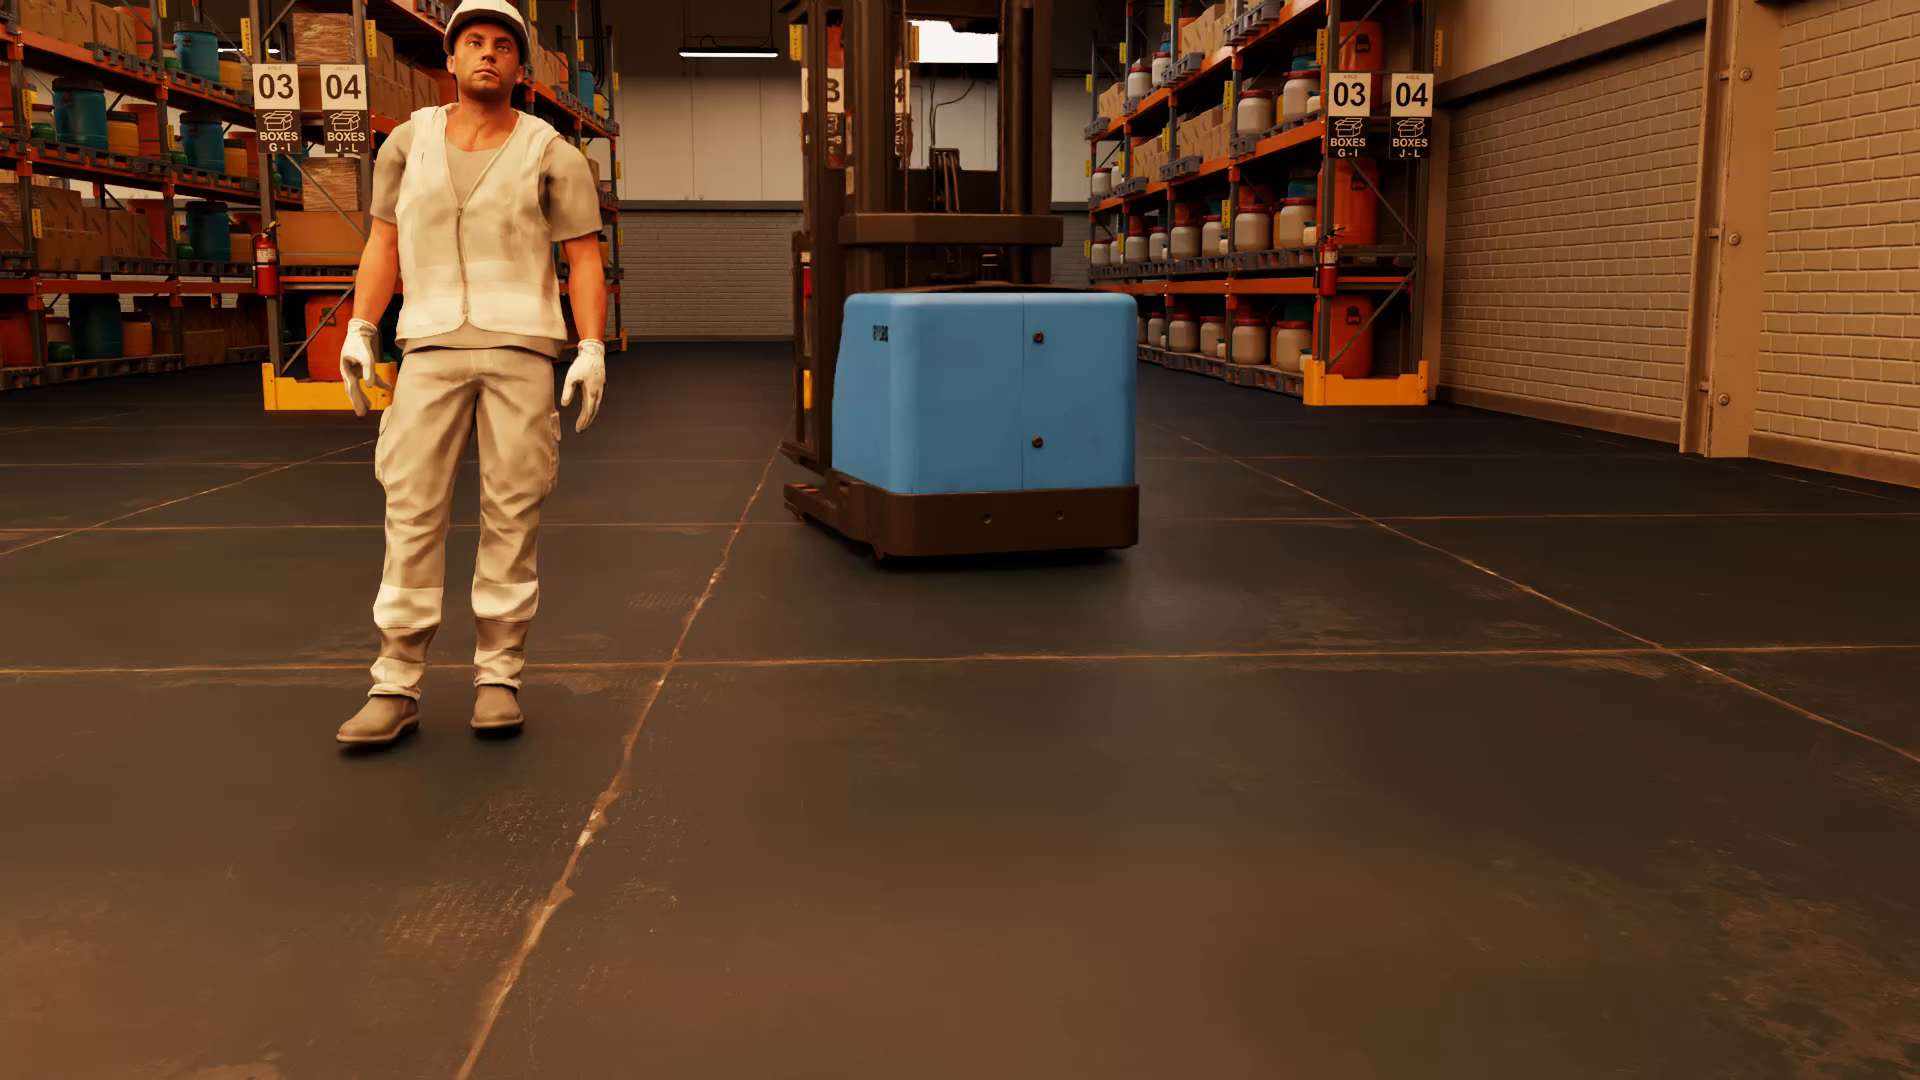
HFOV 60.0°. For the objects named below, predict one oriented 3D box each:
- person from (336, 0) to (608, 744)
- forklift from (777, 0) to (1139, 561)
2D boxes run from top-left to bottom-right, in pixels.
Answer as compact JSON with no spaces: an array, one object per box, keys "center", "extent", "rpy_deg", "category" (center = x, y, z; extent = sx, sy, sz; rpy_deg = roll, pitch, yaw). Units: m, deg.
[{"center":[-1.188,-0.426,4.038],"extent":[0.638,1.787,0.564],"rpy_deg":[-1,8,-5],"category":"person"},{"center":[-0.216,-1.545,7.736],"extent":[1.130,2.935,3.031],"rpy_deg":[-3,9,-18],"category":"forklift"}]
